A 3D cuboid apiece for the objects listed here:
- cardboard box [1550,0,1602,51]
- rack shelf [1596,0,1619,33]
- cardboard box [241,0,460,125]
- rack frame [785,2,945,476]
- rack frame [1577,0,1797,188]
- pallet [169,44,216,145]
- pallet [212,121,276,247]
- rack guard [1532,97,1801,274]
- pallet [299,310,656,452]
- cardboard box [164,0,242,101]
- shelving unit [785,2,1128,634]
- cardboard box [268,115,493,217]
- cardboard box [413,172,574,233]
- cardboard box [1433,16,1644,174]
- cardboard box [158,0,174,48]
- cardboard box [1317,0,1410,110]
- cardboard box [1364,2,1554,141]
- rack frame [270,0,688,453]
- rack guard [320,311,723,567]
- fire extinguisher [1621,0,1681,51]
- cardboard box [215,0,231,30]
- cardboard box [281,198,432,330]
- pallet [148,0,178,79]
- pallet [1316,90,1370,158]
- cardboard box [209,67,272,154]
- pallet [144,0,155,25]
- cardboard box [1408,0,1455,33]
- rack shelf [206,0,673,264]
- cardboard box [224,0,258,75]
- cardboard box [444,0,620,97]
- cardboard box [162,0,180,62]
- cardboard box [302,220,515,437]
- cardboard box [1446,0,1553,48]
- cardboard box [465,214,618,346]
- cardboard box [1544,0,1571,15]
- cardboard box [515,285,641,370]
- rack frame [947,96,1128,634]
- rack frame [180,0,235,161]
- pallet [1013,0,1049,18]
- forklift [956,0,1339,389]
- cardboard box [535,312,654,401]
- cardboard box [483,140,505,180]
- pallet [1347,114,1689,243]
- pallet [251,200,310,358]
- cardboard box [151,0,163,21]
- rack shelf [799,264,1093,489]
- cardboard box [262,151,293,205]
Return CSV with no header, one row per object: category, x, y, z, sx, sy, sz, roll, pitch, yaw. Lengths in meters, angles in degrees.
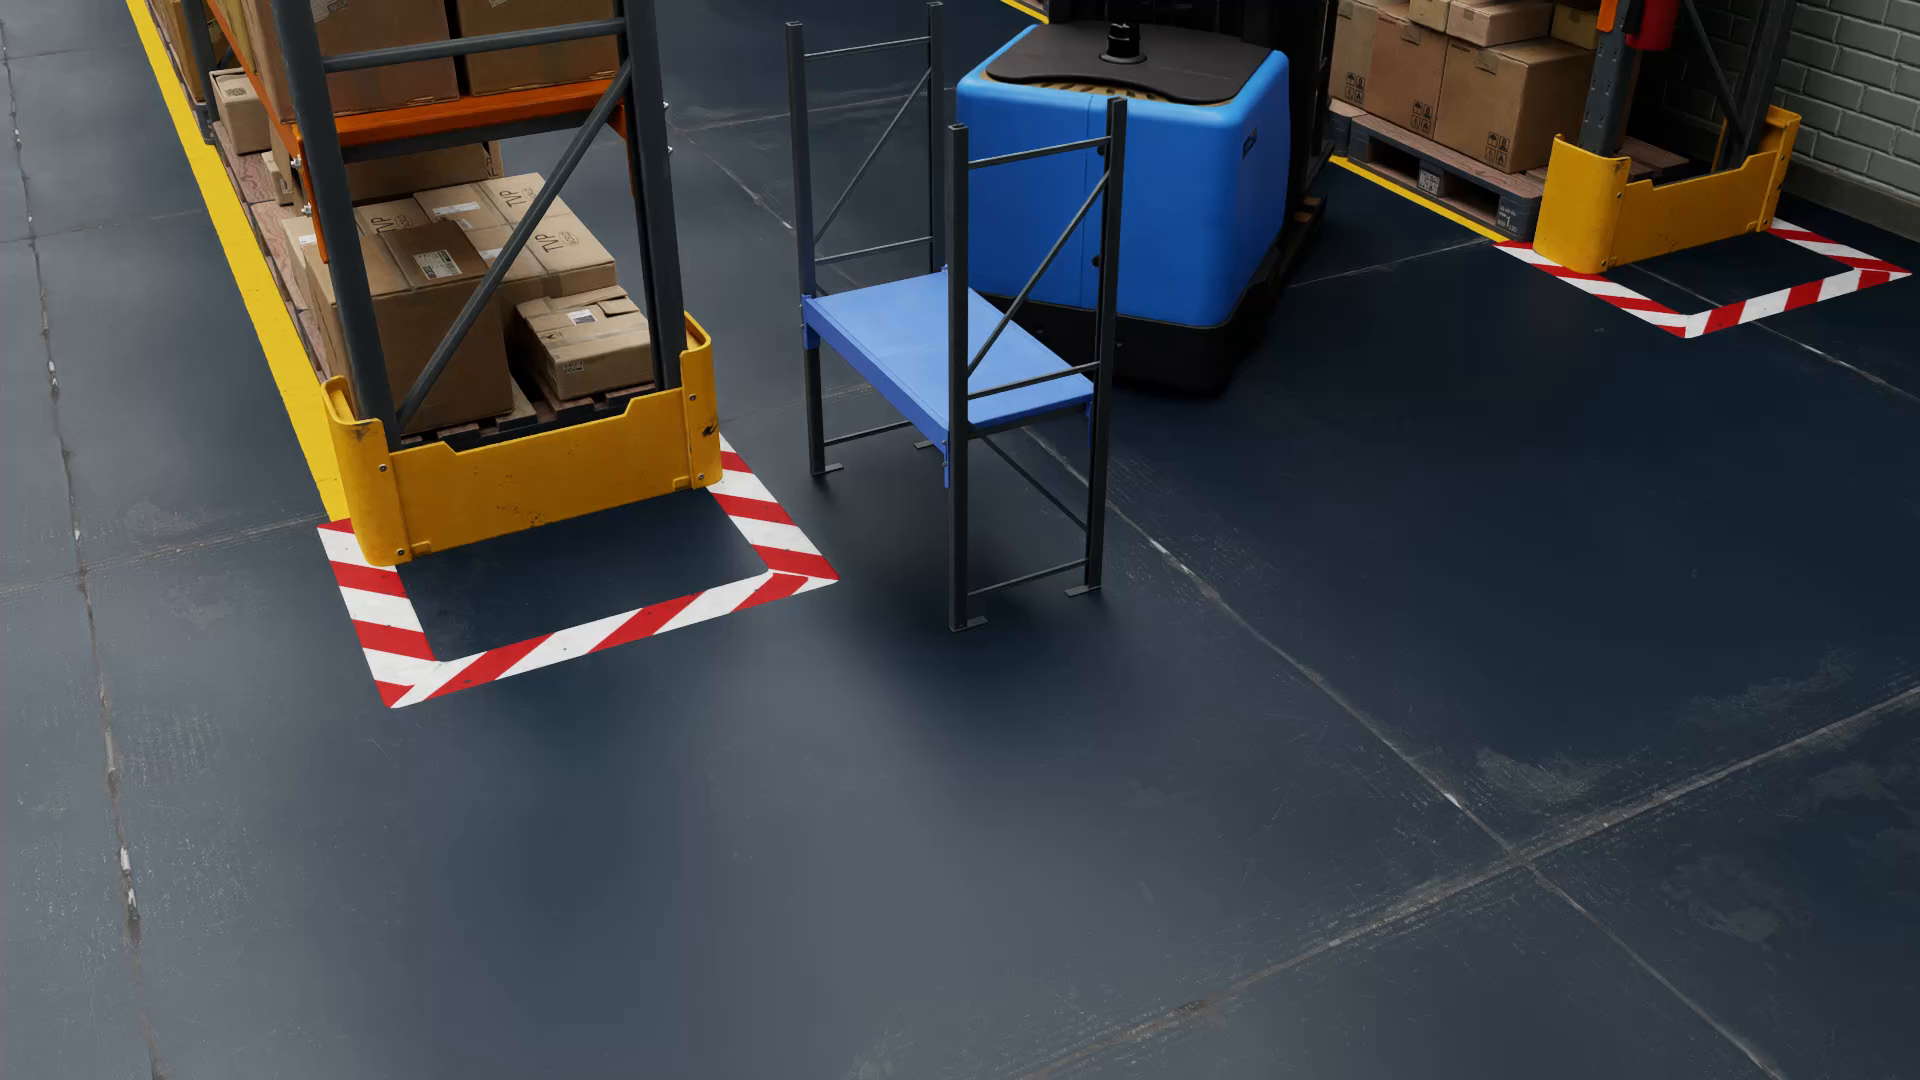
cardboard box,2.866,-2.305,7.394,0.380,0.149,0.250,-16,36,-23
rack shelf,2.113,-3.259,8.224,1.077,0.370,4.000,-16,36,-23
cardboard box,-1.785,-1.548,4.792,0.500,0.500,0.500,-15,35,-22
rack frame,-0.277,-0.915,5.288,0.500,1.500,0.032,-16,36,-23
rack frame,3.046,-2.608,6.540,1.000,3.000,0.127,-16,36,-23
pallet,-3.613,-2.474,8.915,1.003,0.211,1.213,-16,36,-23
pallet,-2.881,-1.767,7.812,1.003,0.211,1.213,-16,36,-23
rack guard,3.057,-1.544,7.196,1.175,0.500,0.348,-16,36,-23
pallet,-1.743,-0.602,5.995,1.003,0.211,1.213,-16,36,-23
cardboard box,-3.684,-2.565,8.383,0.500,0.500,0.500,-16,36,-23
shelving unit,-0.040,-0.672,4.909,0.538,1.500,1.048,-16,36,-23
cardboard box,-2.319,-1.508,6.729,0.797,0.503,0.637,-16,36,-23
cardboard box,-1.804,-1.196,6.477,0.500,0.250,0.500,-16,36,-23
cardboard box,2.631,-2.041,7.583,0.700,0.500,0.500,-16,36,-23
cardboard box,-4.140,-3.043,9.128,0.500,0.500,0.500,-15,36,-23
cardboard box,2.162,-2.520,8.330,0.700,0.500,0.500,-17,36,-25
cardboard box,2.397,-2.280,7.956,0.700,0.500,0.500,-16,36,-23
rack frame,-1.335,-1.360,4.592,1.000,3.000,0.127,-16,36,-23
rack guard,-1.370,-0.344,5.323,1.175,0.500,0.348,-16,36,-23
fire extinguisher,2.708,-2.230,6.368,0.296,0.674,0.183,-16,36,-23
cardboard box,-2.257,-2.034,5.551,0.500,0.500,0.500,-16,36,-23
cardboard box,-2.223,-1.046,6.243,0.500,0.250,0.500,-16,36,-23
pallet,-4.185,-3.057,9.825,1.003,0.211,1.213,-16,36,-23
pallet,2.039,-2.377,8.765,1.003,0.211,1.213,-16,36,-23
cardboard box,-3.196,-2.067,7.781,0.500,0.311,0.500,-16,36,-23
pallet,-4.750,-3.638,10.733,1.003,0.211,1.213,-16,36,-23
cardboard box,2.290,-2.452,7.622,0.380,0.149,0.250,-15,36,-22
rack shelf,-2.267,-2.012,6.276,1.077,0.370,4.000,-16,36,-23
cardboard box,-2.030,-1.794,5.177,0.500,0.500,0.500,-16,36,-23
cardboard box,-1.309,-1.680,5.000,0.500,0.500,0.500,-15,36,-22
cardboard box,-3.907,-2.803,8.754,0.500,0.500,0.500,-16,36,-23
cardboard box,-1.806,-0.690,5.456,0.500,0.500,0.500,-16,36,-23
cardboard box,2.410,-2.330,7.432,0.380,0.149,0.250,-16,36,-24
cardboard box,-1.571,-0.957,6.104,0.500,0.250,0.500,-16,36,-23
cardboard box,2.629,-2.546,7.771,0.380,0.149,0.250,-16,36,-23
cardboard box,-1.343,-0.758,5.871,0.380,0.166,0.250,-16,36,-23
rack frame,0.197,-0.430,4.530,0.500,1.500,0.032,-16,36,-23
rack frame,-3.200,-3.269,7.572,1.000,3.000,0.127,-16,36,-23
pallet,0.754,-3.692,10.817,1.003,0.211,1.213,-16,36,-23
forklift,0.980,-2.561,6.530,1.130,2.935,3.031,12,35,18
cardboard box,-1.226,-0.631,5.690,0.380,0.149,0.250,-16,36,-23
cardboard box,-2.334,-1.764,7.307,0.500,0.311,0.500,-16,36,-23
pallet,2.604,-1.796,7.857,1.003,0.211,1.213,-16,36,-23
pallet,-2.308,-1.184,6.902,1.003,0.211,1.213,-16,36,-23
cardboard box,-4.379,-3.285,9.506,0.500,0.500,0.500,-17,36,-25
rack shelf,-0.040,-0.521,5.006,0.538,0.185,1.000,-16,36,-23
cardboard box,-2.783,-1.596,7.180,0.380,0.166,0.250,-16,36,-23
